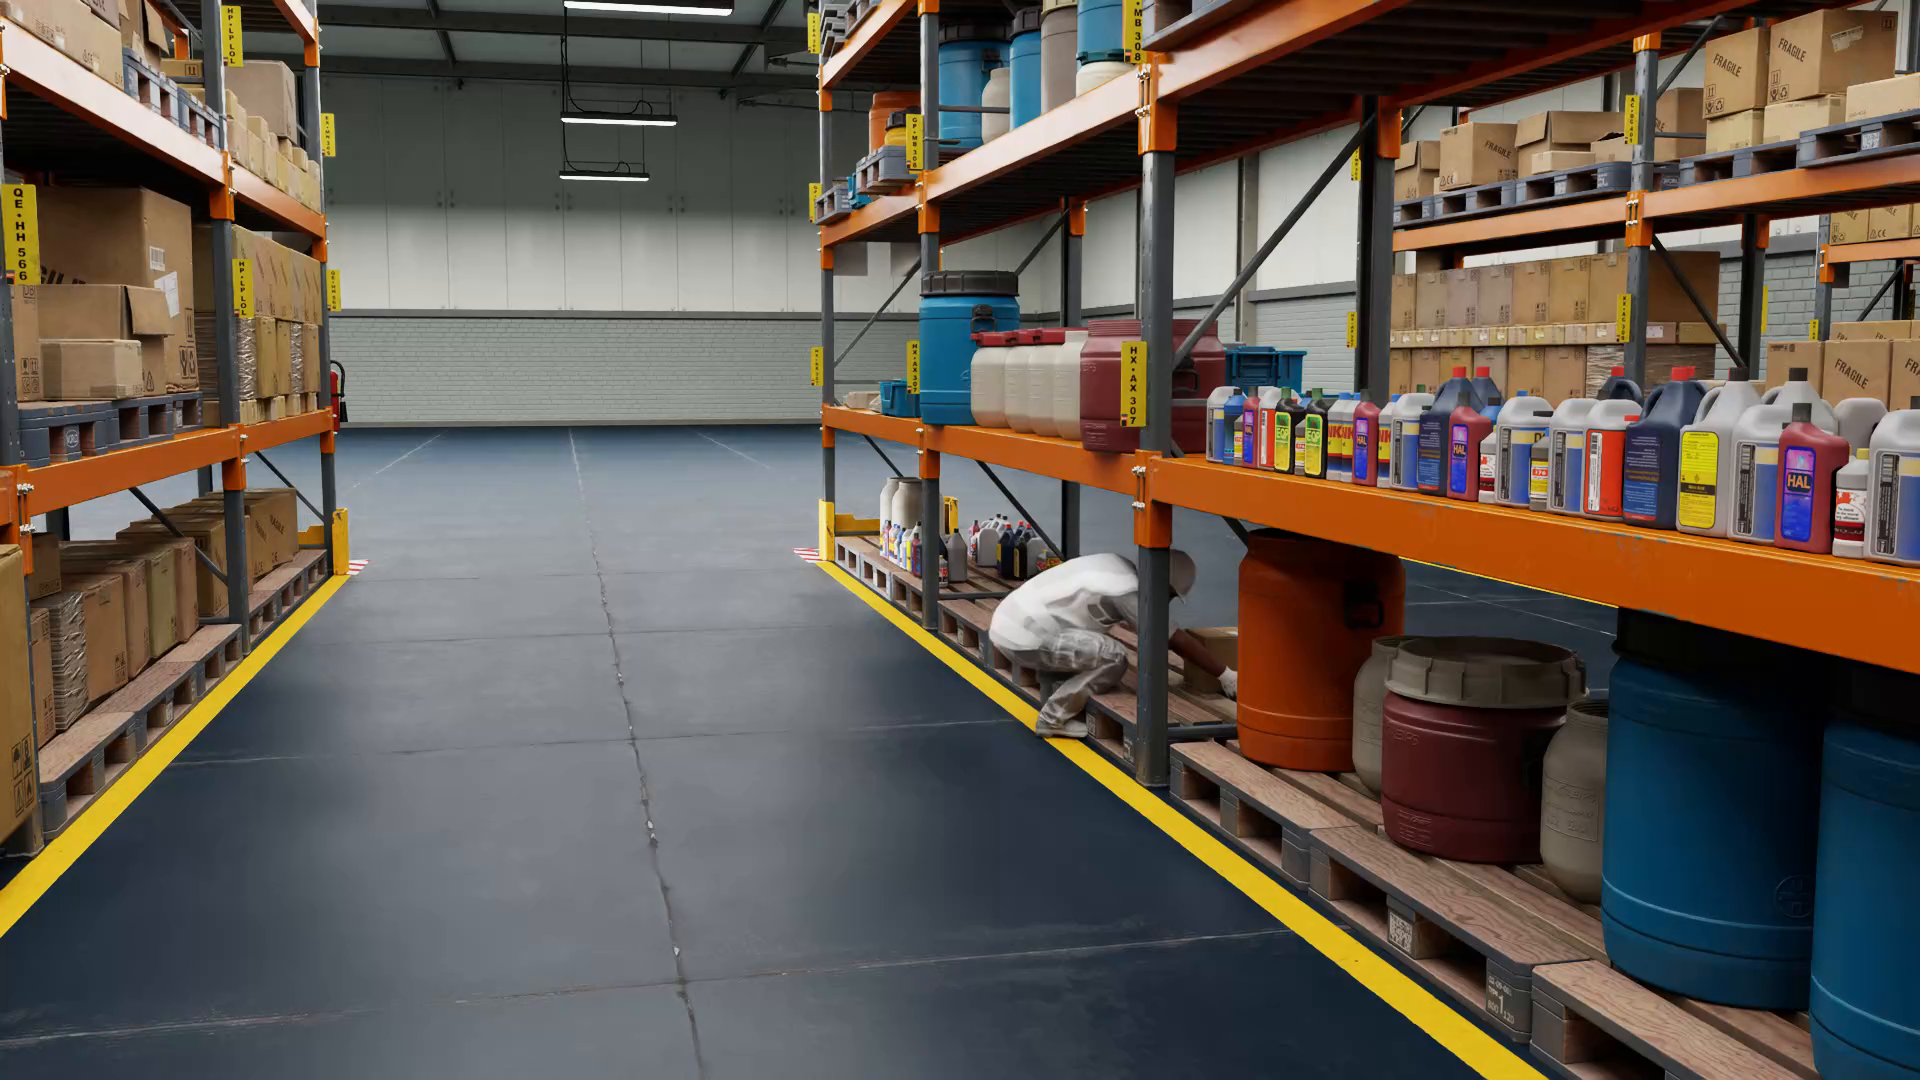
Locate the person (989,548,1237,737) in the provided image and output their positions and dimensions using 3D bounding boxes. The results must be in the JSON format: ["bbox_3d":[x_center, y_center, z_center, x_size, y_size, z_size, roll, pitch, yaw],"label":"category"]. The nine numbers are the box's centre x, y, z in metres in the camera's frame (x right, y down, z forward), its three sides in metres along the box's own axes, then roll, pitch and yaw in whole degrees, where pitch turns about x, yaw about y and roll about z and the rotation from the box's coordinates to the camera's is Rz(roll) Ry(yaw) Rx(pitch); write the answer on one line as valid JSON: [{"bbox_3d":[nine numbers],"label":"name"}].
[{"bbox_3d":[0.729,0.456,7.526,1.199,0.837,0.543,0,6,2],"label":"person"}]
